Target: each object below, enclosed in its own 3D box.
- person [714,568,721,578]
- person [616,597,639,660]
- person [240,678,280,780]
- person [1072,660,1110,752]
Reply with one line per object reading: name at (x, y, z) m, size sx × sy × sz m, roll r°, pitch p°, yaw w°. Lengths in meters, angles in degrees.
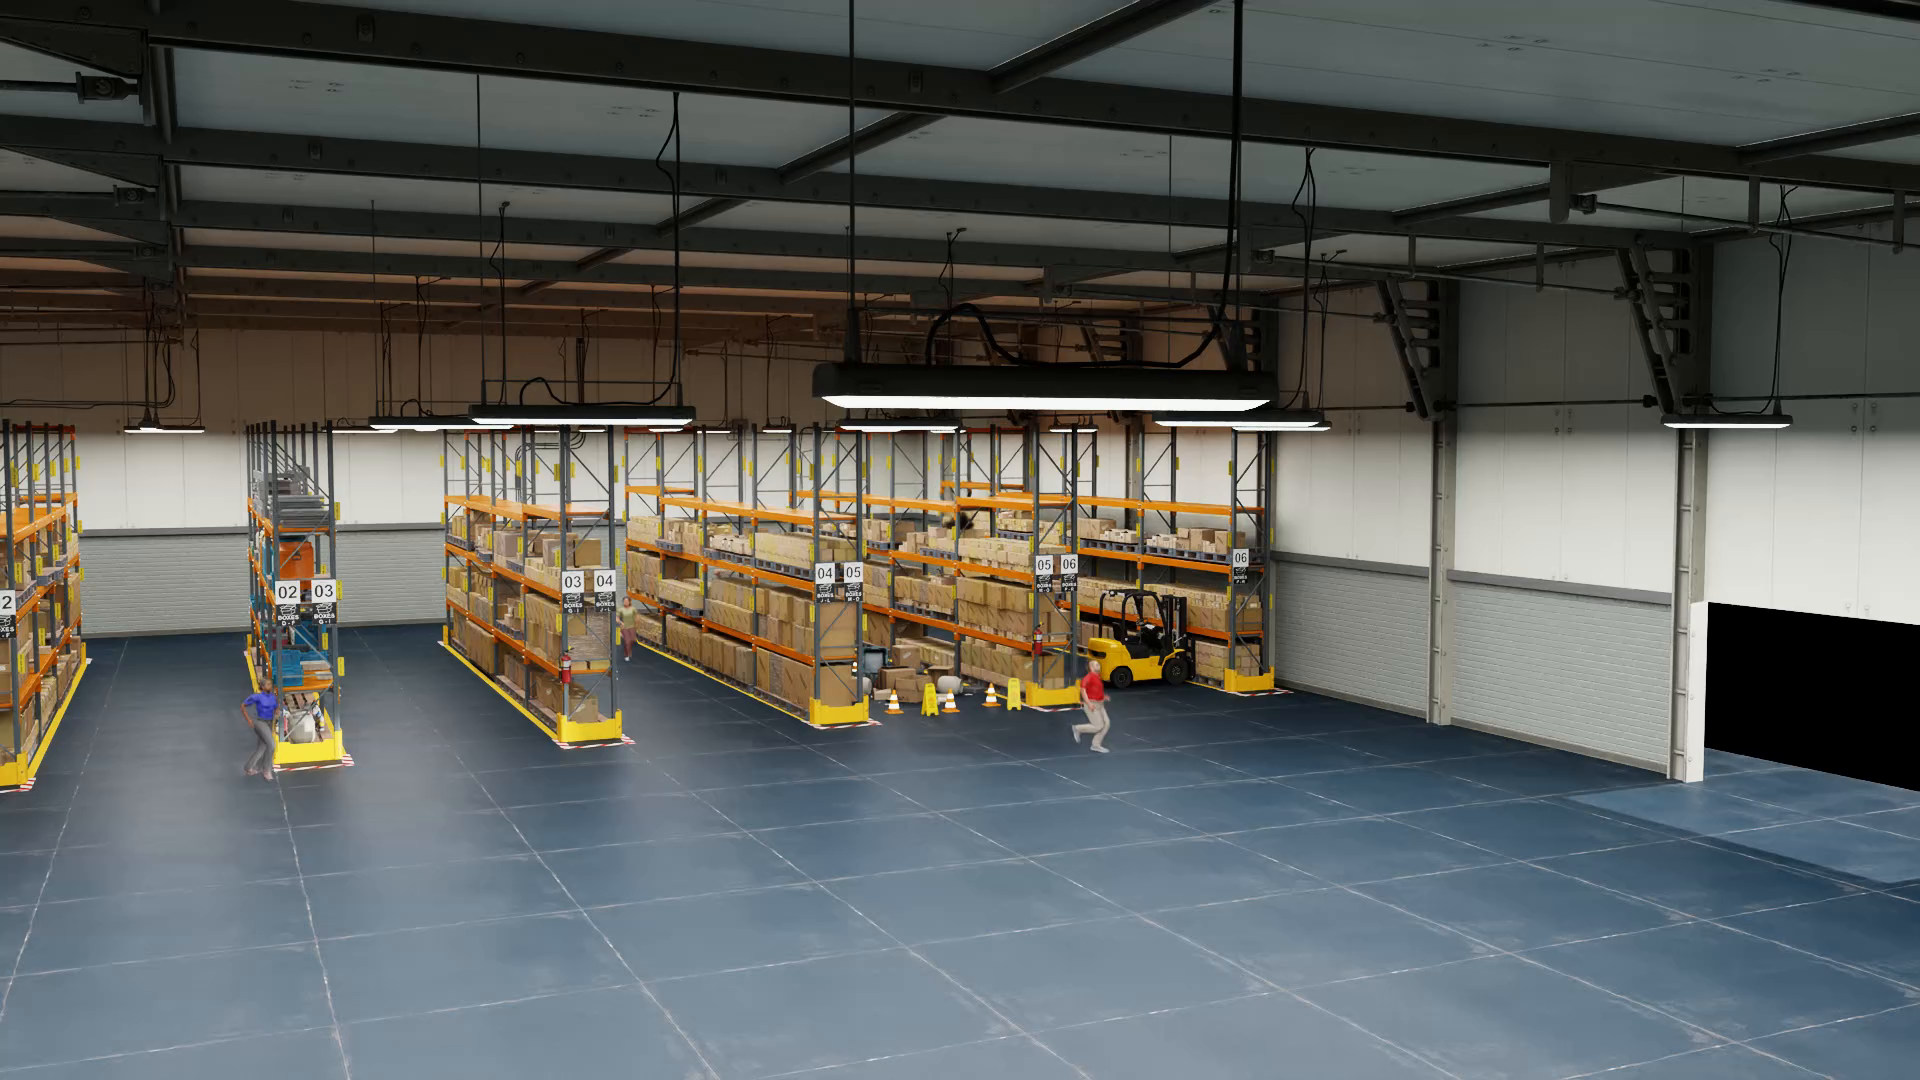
person at (-7.374, 1.703, 50.167) m, size 0.718 × 1.748 × 0.682 m, roll -2°, pitch 4°, yaw -28°
person at (-8.448, 2.263, 42.345) m, size 0.590 × 1.628 × 0.537 m, roll -1°, pitch 4°, yaw -19°
person at (-11.715, 3.177, 27.928) m, size 0.654 × 1.691 × 0.610 m, roll 1°, pitch 4°, yaw 9°
person at (2.391, 3.010, 30.173) m, size 0.633 × 1.660 × 0.667 m, roll 2°, pitch 4°, yaw 25°
